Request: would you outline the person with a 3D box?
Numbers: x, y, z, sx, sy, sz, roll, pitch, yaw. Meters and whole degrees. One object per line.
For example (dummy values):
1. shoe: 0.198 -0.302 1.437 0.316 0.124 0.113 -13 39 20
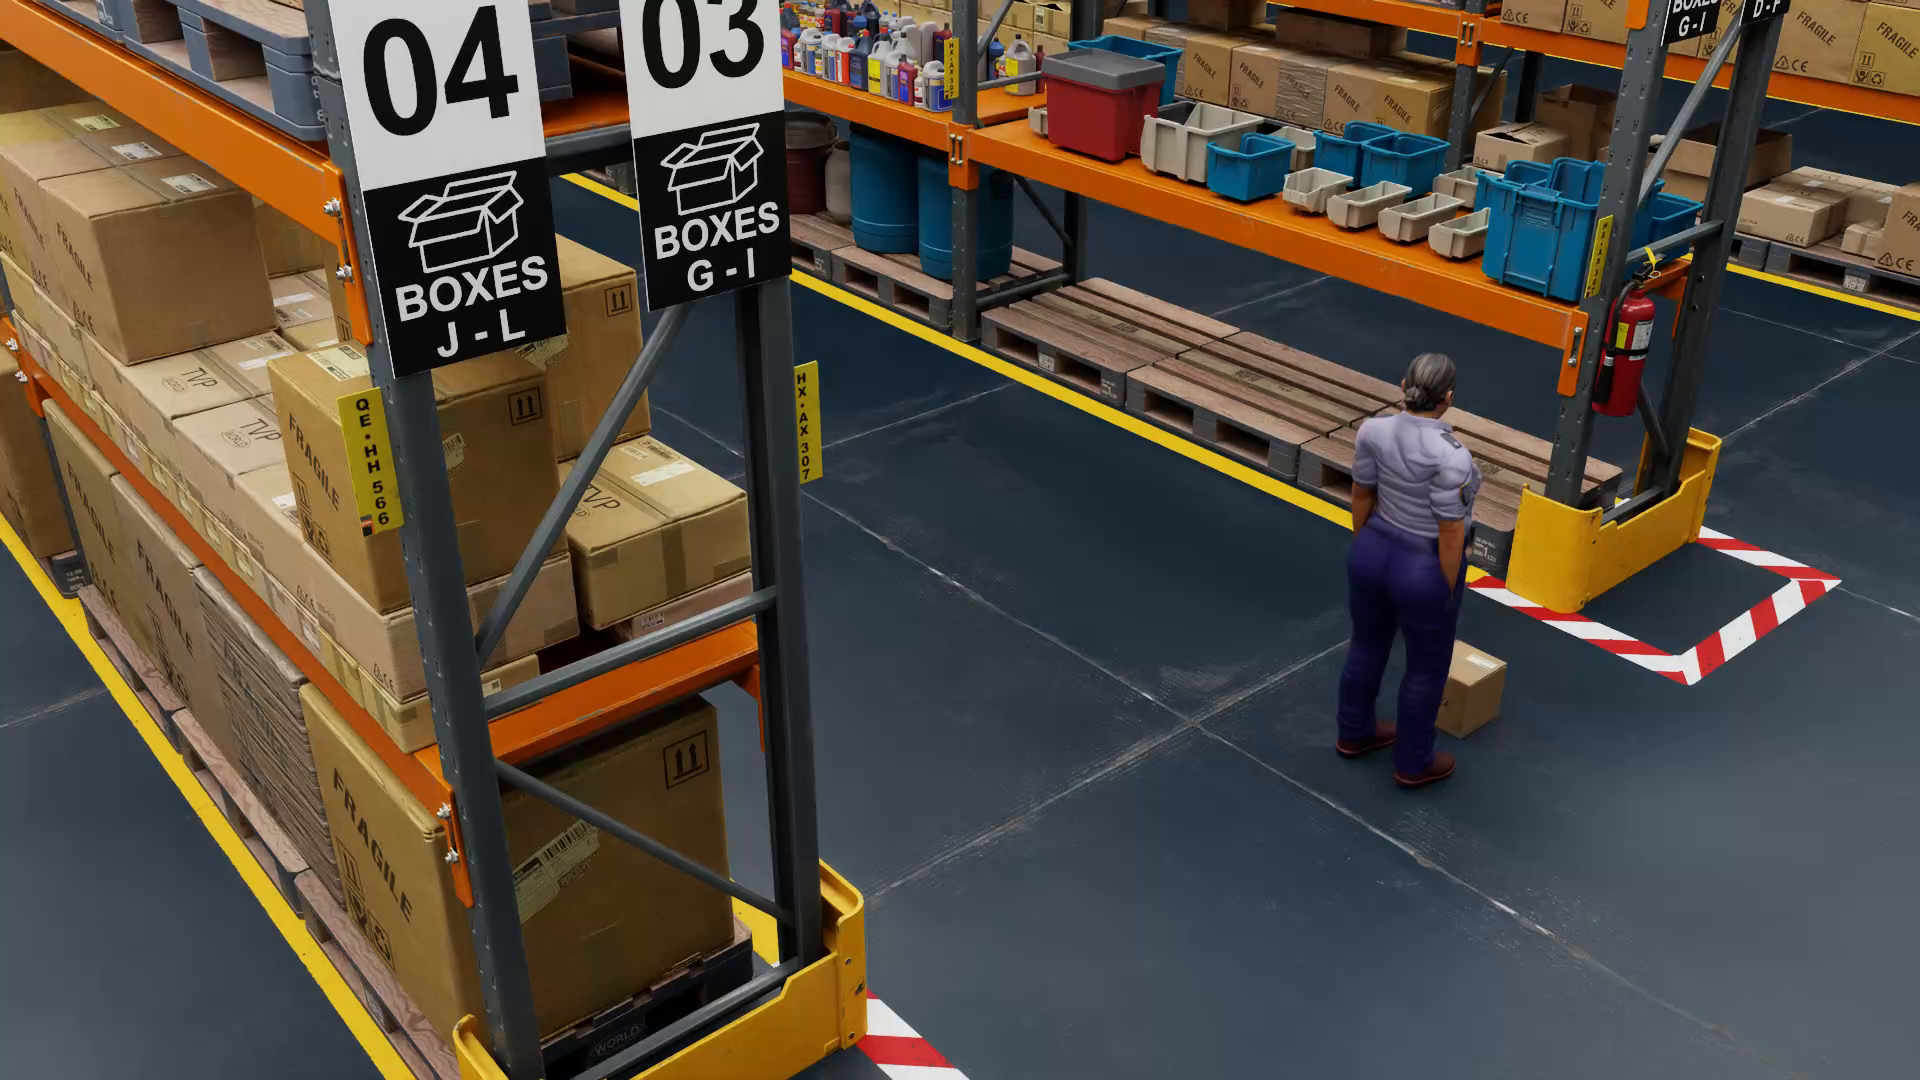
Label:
1. person: 1.604 0.104 5.939 0.382 1.661 0.474 -22 35 -34
